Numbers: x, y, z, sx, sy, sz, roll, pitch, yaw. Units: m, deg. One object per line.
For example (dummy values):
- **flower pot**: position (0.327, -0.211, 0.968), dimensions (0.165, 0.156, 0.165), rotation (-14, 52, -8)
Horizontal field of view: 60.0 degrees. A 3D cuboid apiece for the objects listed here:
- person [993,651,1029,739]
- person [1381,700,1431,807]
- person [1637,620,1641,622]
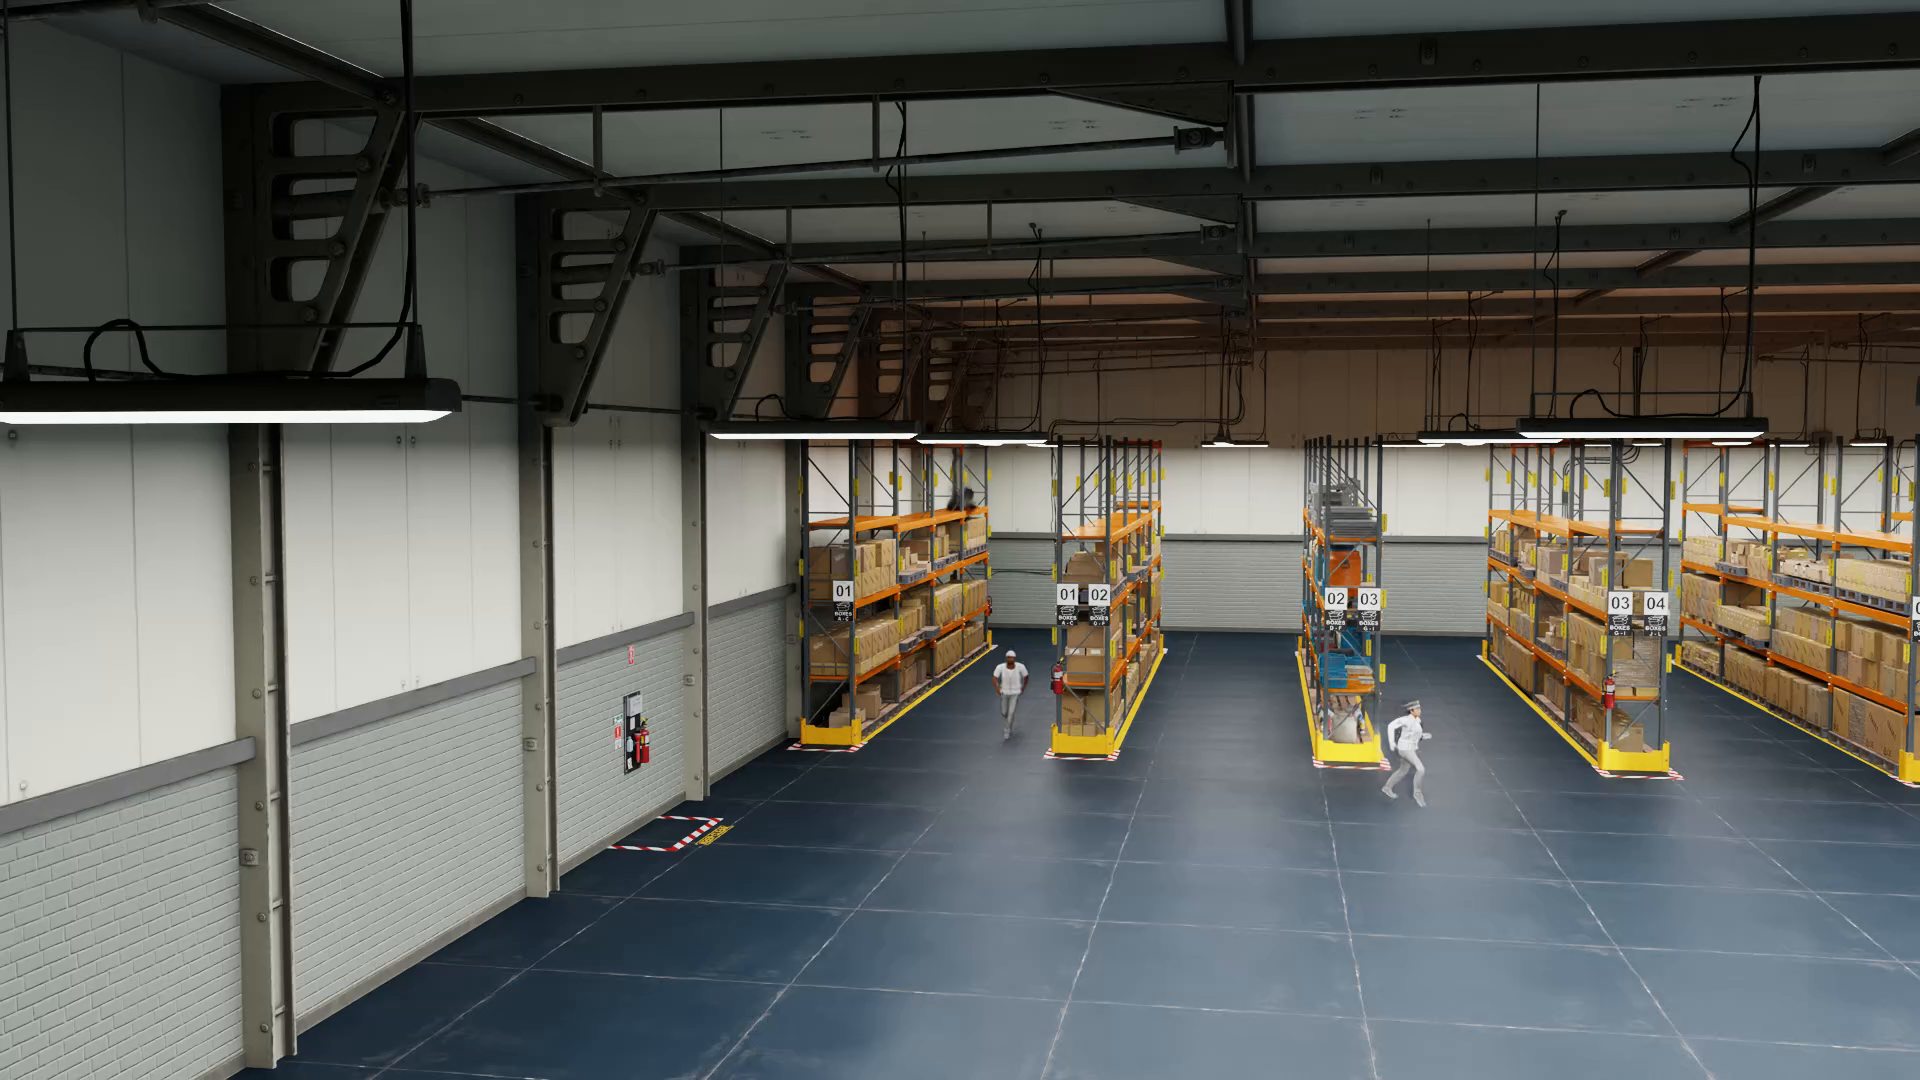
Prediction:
- **person**: position (1.012, 3.068, 33.290), dimensions (0.726, 1.736, 0.771), rotation (0, 3, 5)
- **person**: position (7.210, 3.431, 26.897), dimensions (0.828, 1.727, 0.636), rotation (3, 4, 42)
- **person**: position (18.039, 2.479, 44.963), dimensions (0.582, 1.612, 0.647), rotation (-2, 4, -31)
